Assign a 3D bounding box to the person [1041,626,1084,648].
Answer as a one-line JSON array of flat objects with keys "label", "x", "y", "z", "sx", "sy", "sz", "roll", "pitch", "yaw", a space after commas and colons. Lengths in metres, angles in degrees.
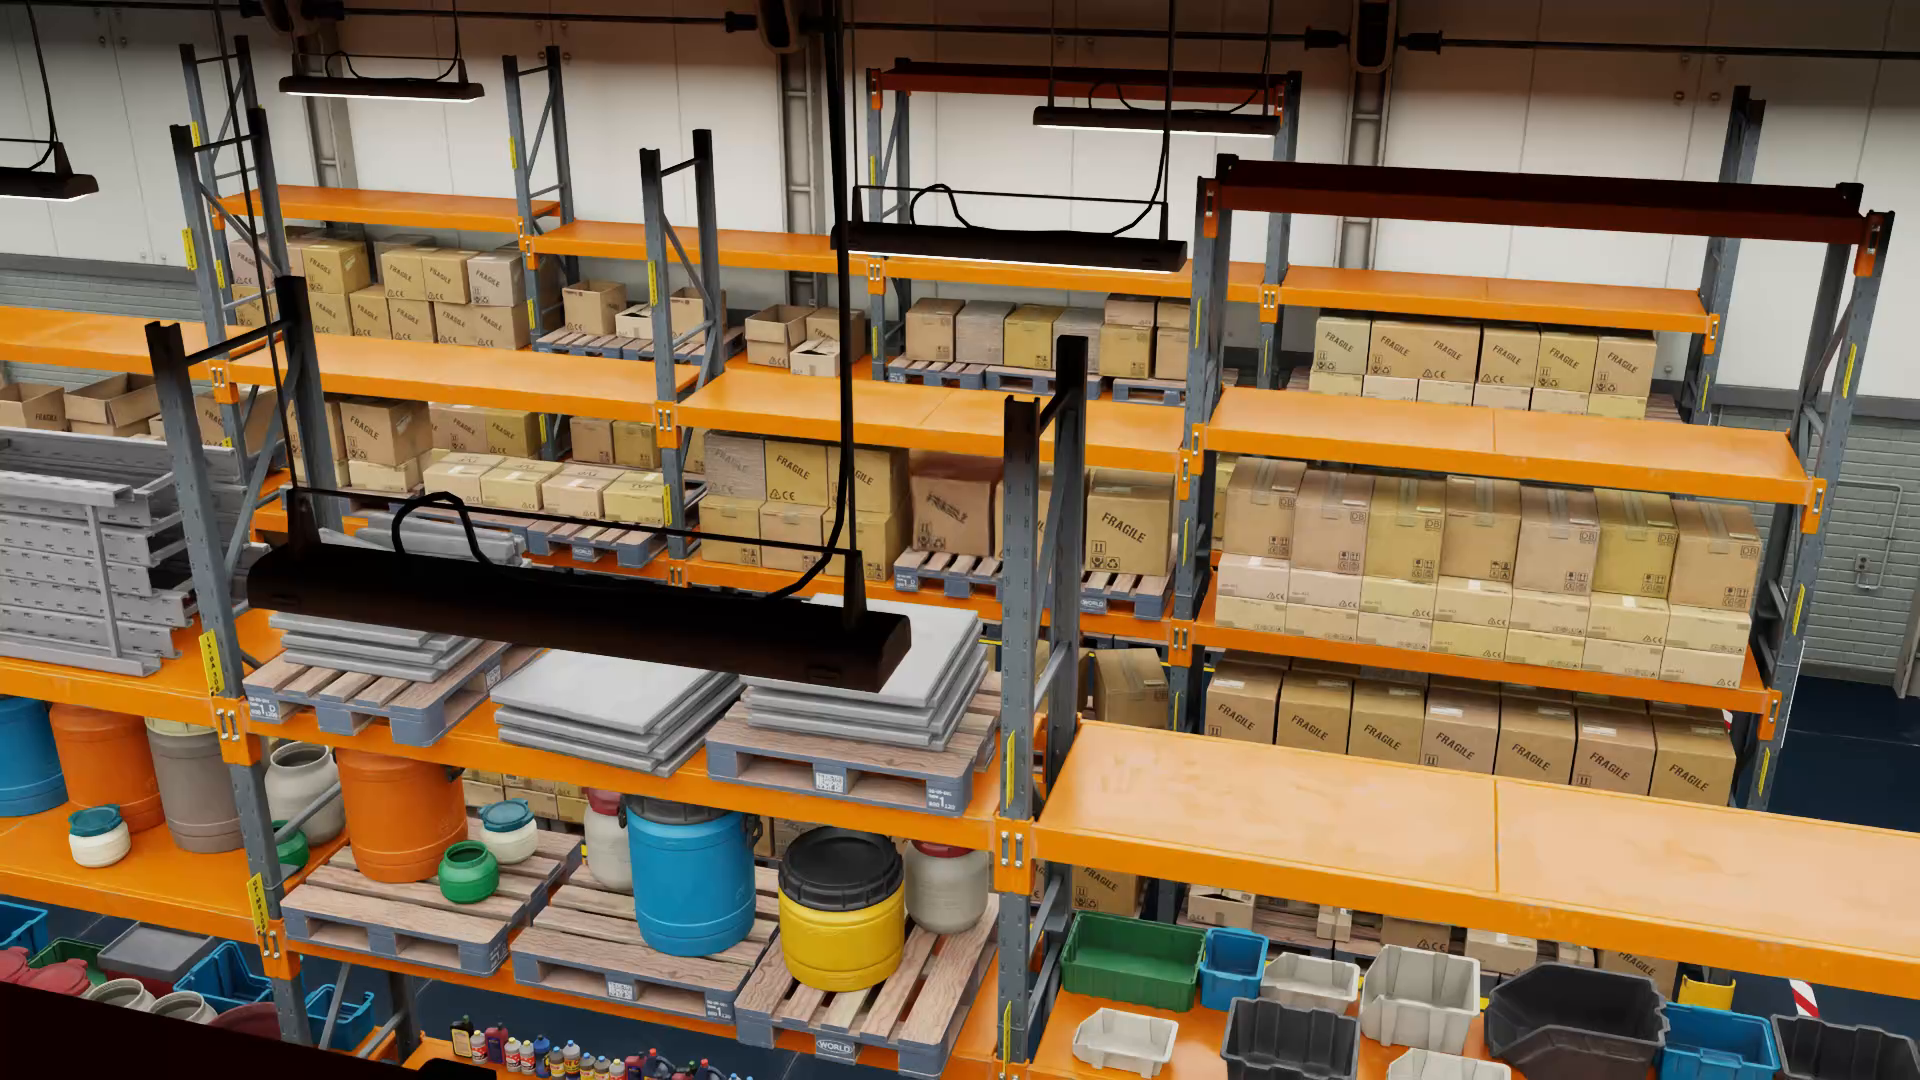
[{"label": "person", "x": 1.004, "y": 0.949, "z": 16.327, "sx": 0.478, "sy": 1.640, "sz": 0.489, "roll": 14, "pitch": 27, "yaw": 31}]
